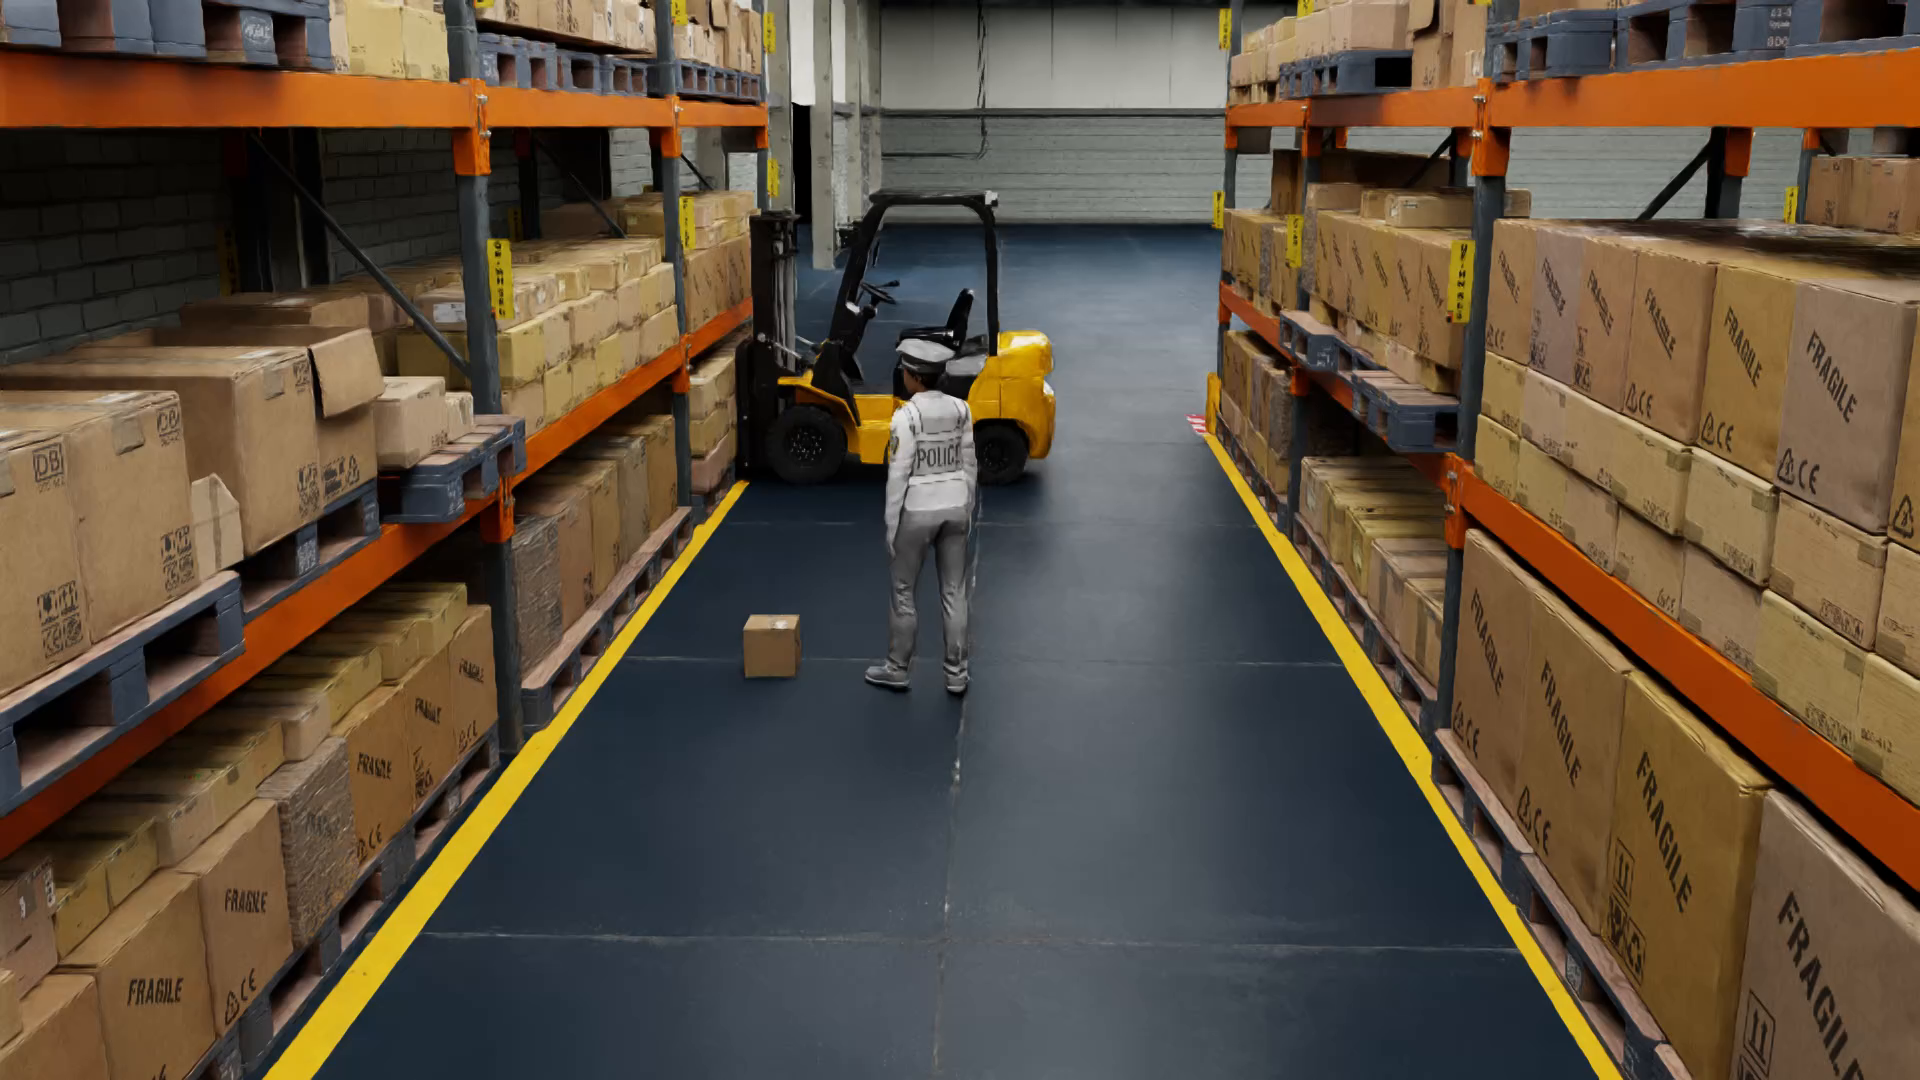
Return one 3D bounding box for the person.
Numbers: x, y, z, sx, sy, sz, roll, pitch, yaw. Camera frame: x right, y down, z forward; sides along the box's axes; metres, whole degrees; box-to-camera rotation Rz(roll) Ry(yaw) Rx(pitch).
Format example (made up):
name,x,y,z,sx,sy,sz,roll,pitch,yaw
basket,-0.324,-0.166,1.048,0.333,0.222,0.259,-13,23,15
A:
name,x,y,z,sx,sy,sz,roll,pitch,yaw
person,-0.164,-0.117,7.897,0.507,1.678,0.482,-8,16,-28
